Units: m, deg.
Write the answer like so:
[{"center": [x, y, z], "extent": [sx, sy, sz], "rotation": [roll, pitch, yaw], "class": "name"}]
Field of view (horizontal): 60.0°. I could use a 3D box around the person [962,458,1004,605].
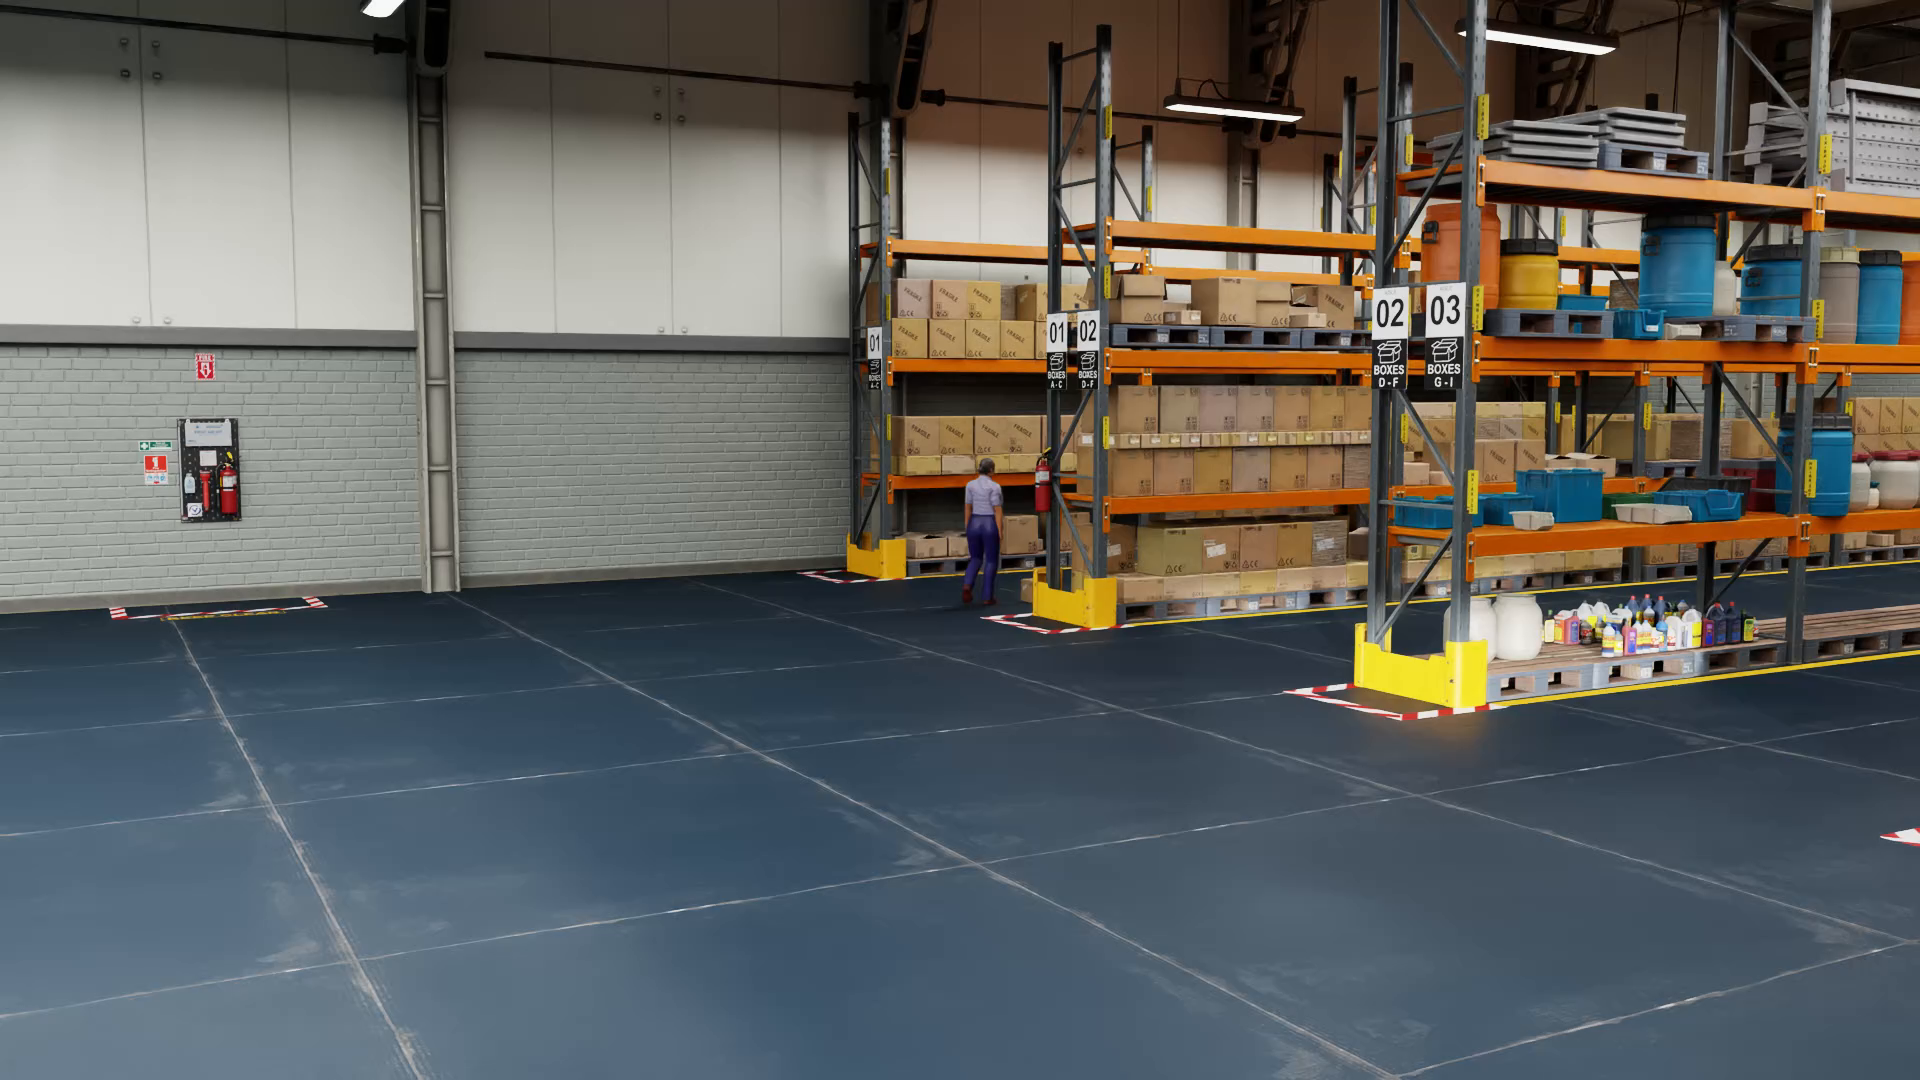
[{"center": [0.274, -0.097, 18.562], "extent": [0.499, 1.644, 0.507], "rotation": [3, 6, 28], "class": "person"}]
